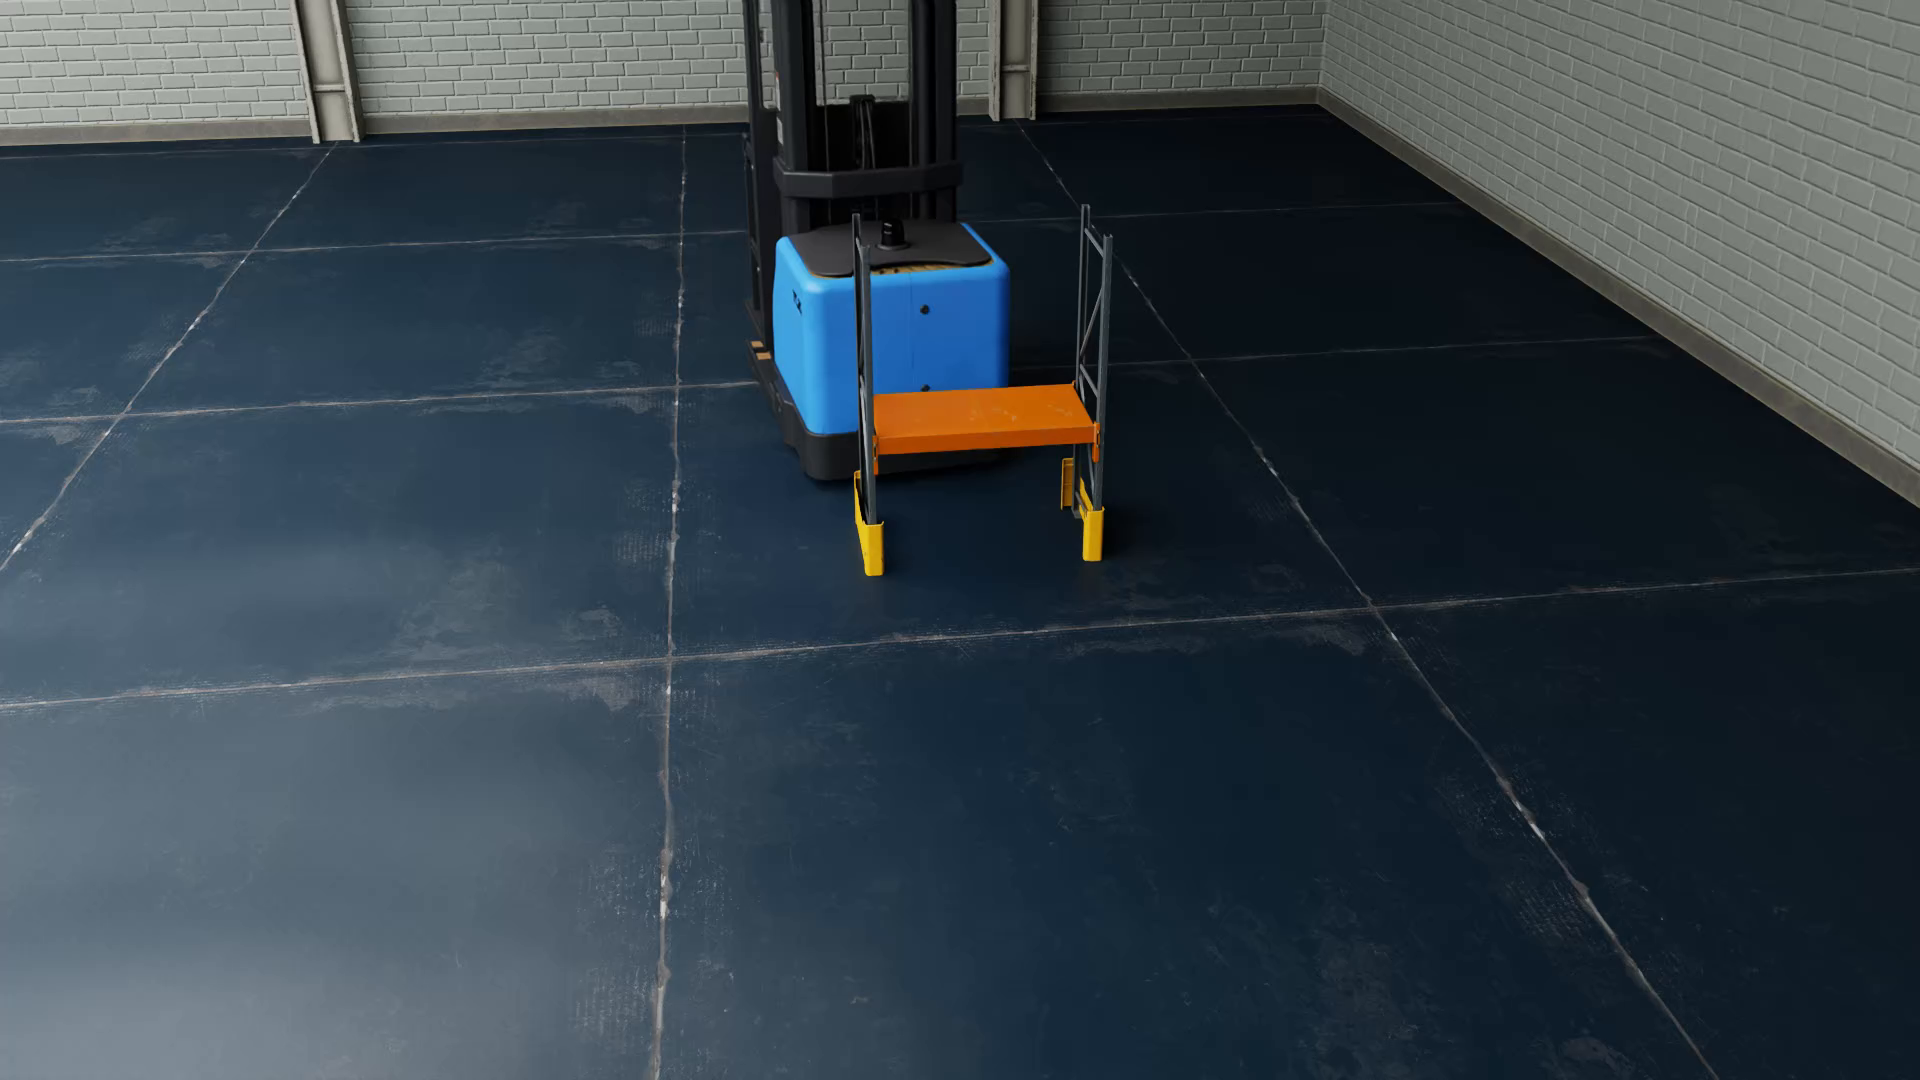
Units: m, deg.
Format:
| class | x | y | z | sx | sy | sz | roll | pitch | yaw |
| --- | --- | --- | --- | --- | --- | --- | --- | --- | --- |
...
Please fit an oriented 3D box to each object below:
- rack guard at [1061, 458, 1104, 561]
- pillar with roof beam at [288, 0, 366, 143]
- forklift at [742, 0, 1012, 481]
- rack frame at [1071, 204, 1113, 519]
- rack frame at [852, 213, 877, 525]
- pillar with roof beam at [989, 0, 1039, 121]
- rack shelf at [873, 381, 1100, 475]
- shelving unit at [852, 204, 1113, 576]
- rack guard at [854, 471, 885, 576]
| class | x | y | z | sx | sy | sz | roll | pitch | yaw |
| --- | --- | --- | --- | --- | --- | --- | --- | --- | --- |
| rack guard | 0.569 | -0.148 | 7.764 | 0.087 | 0.250 | 0.587 | -4 | 27 | -7 |
| pillar with roof beam | -4.859 | -5.595 | 8.797 | 0.400 | 9.000 | 9.100 | -4 | 27 | -7 |
| forklift | -0.618 | -2.247 | 8.918 | 1.130 | 2.935 | 3.031 | -7 | 28 | -14 |
| rack frame | 0.588 | -0.705 | 7.481 | 0.032 | 1.500 | 0.500 | -4 | 27 | -7 |
| rack frame | -0.419 | -0.640 | 7.355 | 0.032 | 1.500 | 0.500 | -4 | 27 | -7 |
| pillar with roof beam | 1.083 | -5.977 | 9.541 | 0.400 | 9.000 | 9.100 | -4 | 27 | -7 |
| rack shelf | 0.084 | -0.513 | 7.500 | 1.000 | 0.185 | 0.538 | -4 | 27 | -7 |
| shelving unit | 0.076 | -0.672 | 7.417 | 1.083 | 1.500 | 0.587 | -4 | 27 | -7 |
| rack guard | -0.418 | -0.084 | 7.641 | 0.087 | 0.250 | 0.587 | -4 | 27 | -7 |
